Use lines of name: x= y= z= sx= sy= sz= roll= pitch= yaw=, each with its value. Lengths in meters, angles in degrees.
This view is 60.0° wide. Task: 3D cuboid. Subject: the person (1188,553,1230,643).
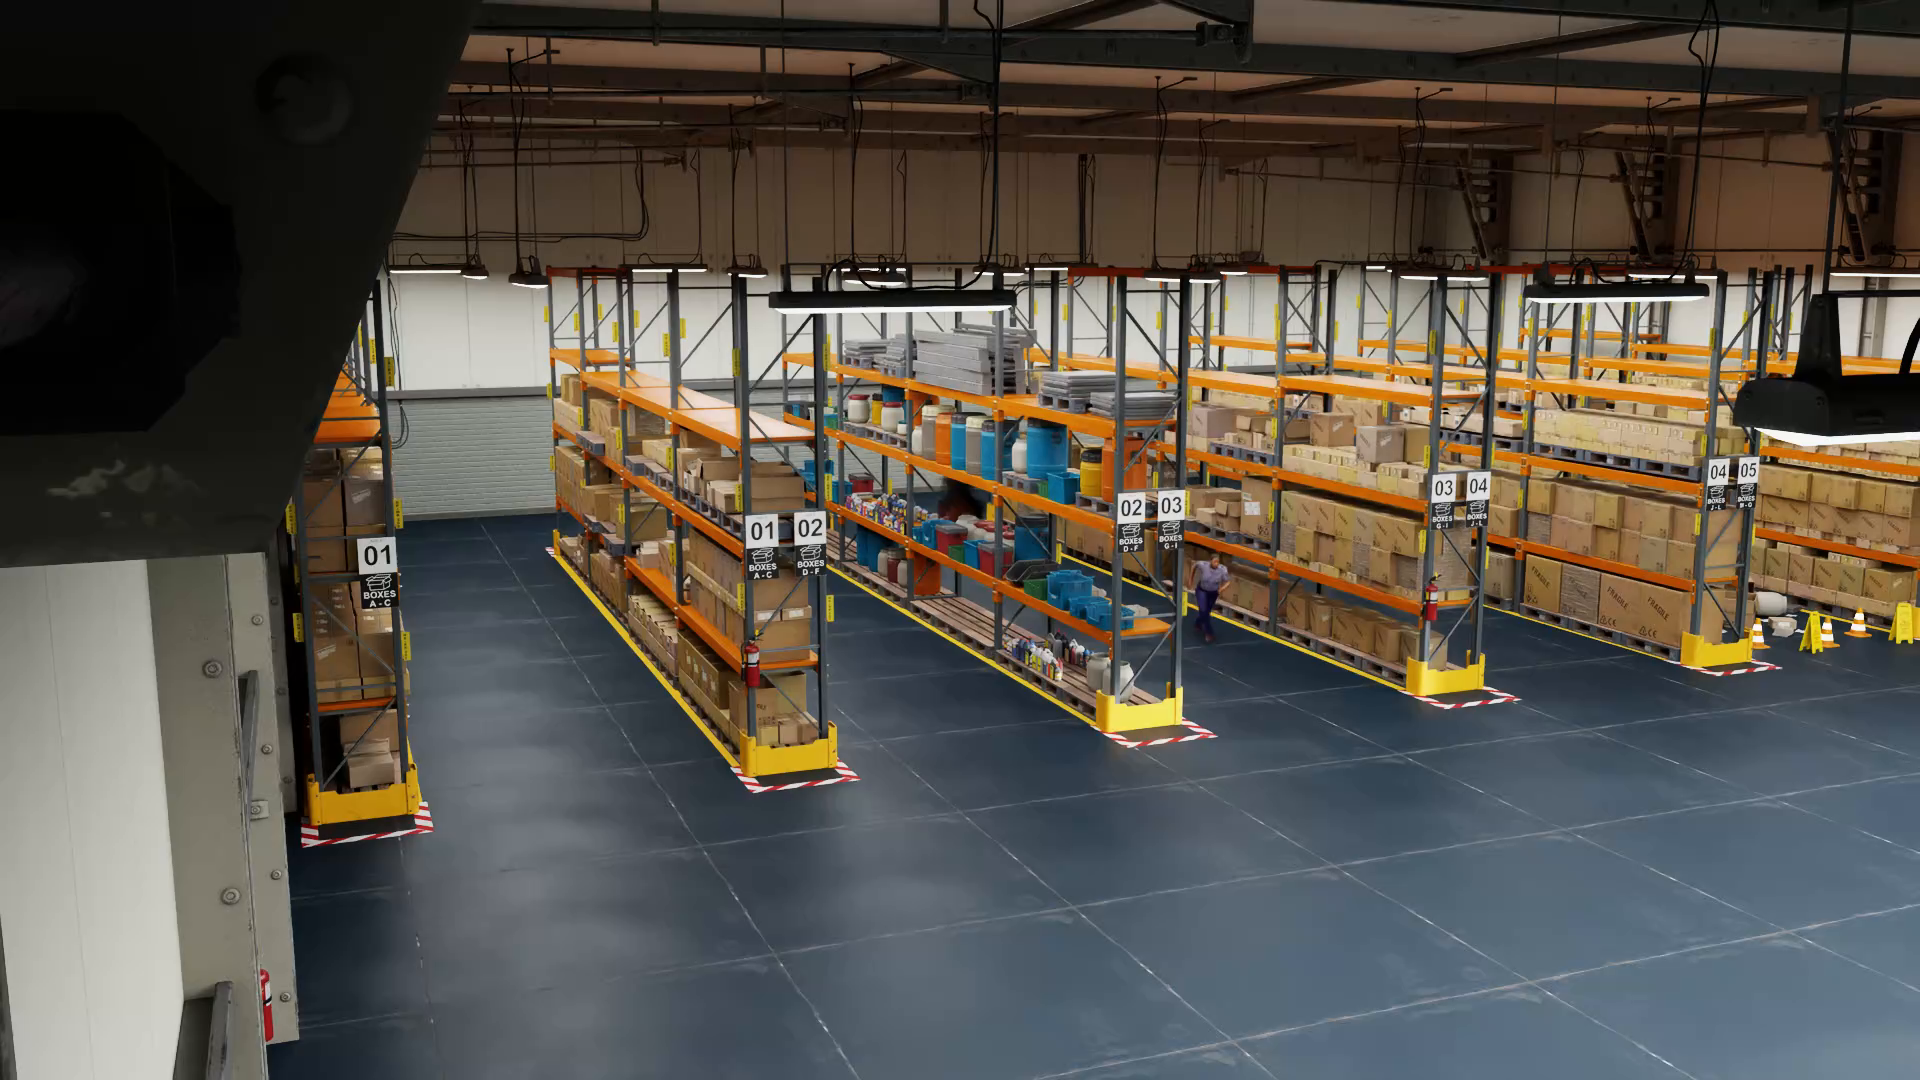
person: x=4.067 y=0.889 z=27.264 sx=0.609 sy=1.454 sz=1.063 roll=-1 pitch=10 yaw=-5
